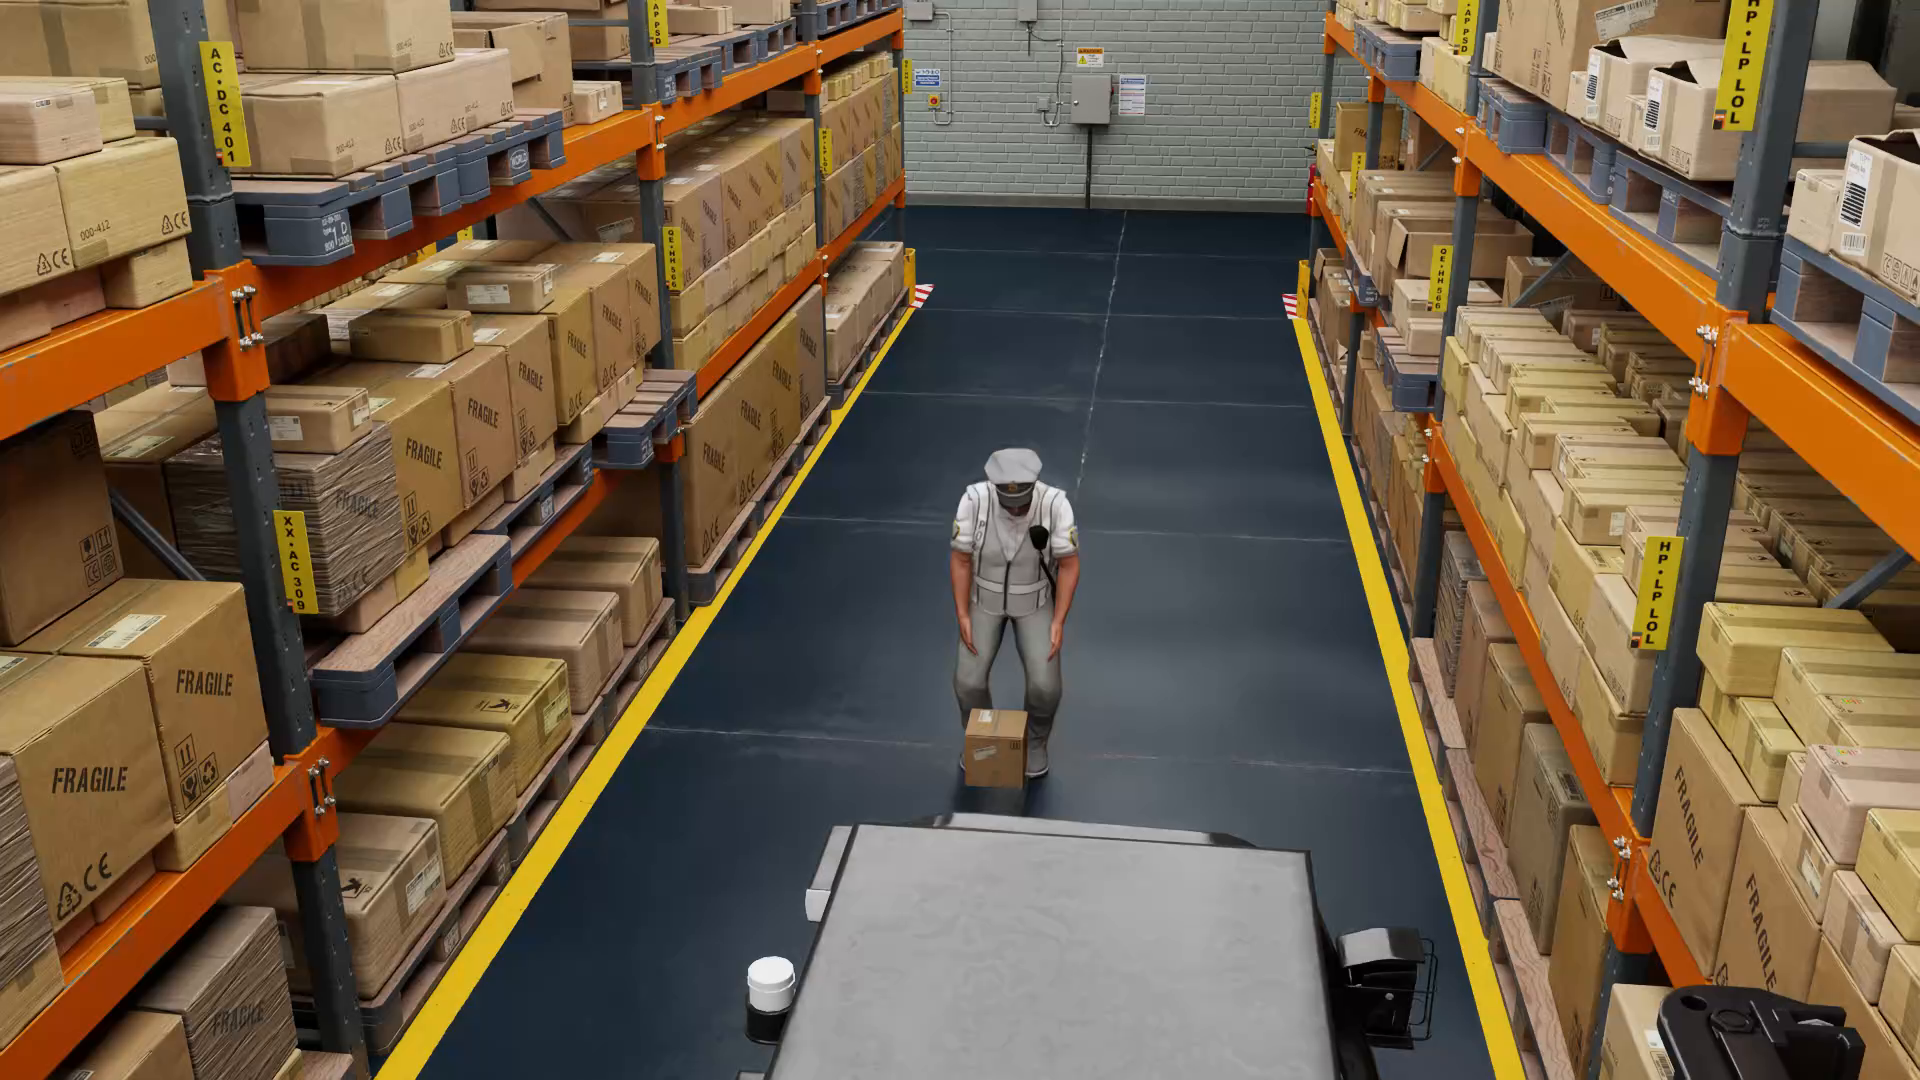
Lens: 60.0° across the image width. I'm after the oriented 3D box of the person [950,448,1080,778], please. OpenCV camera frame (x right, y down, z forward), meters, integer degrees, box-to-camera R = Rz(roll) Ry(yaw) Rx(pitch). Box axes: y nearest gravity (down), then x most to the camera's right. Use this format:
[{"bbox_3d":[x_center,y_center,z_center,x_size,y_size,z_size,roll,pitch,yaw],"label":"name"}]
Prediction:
[{"bbox_3d":[0.248,0.311,7.502,0.581,1.594,0.658,3,21,7],"label":"person"}]
